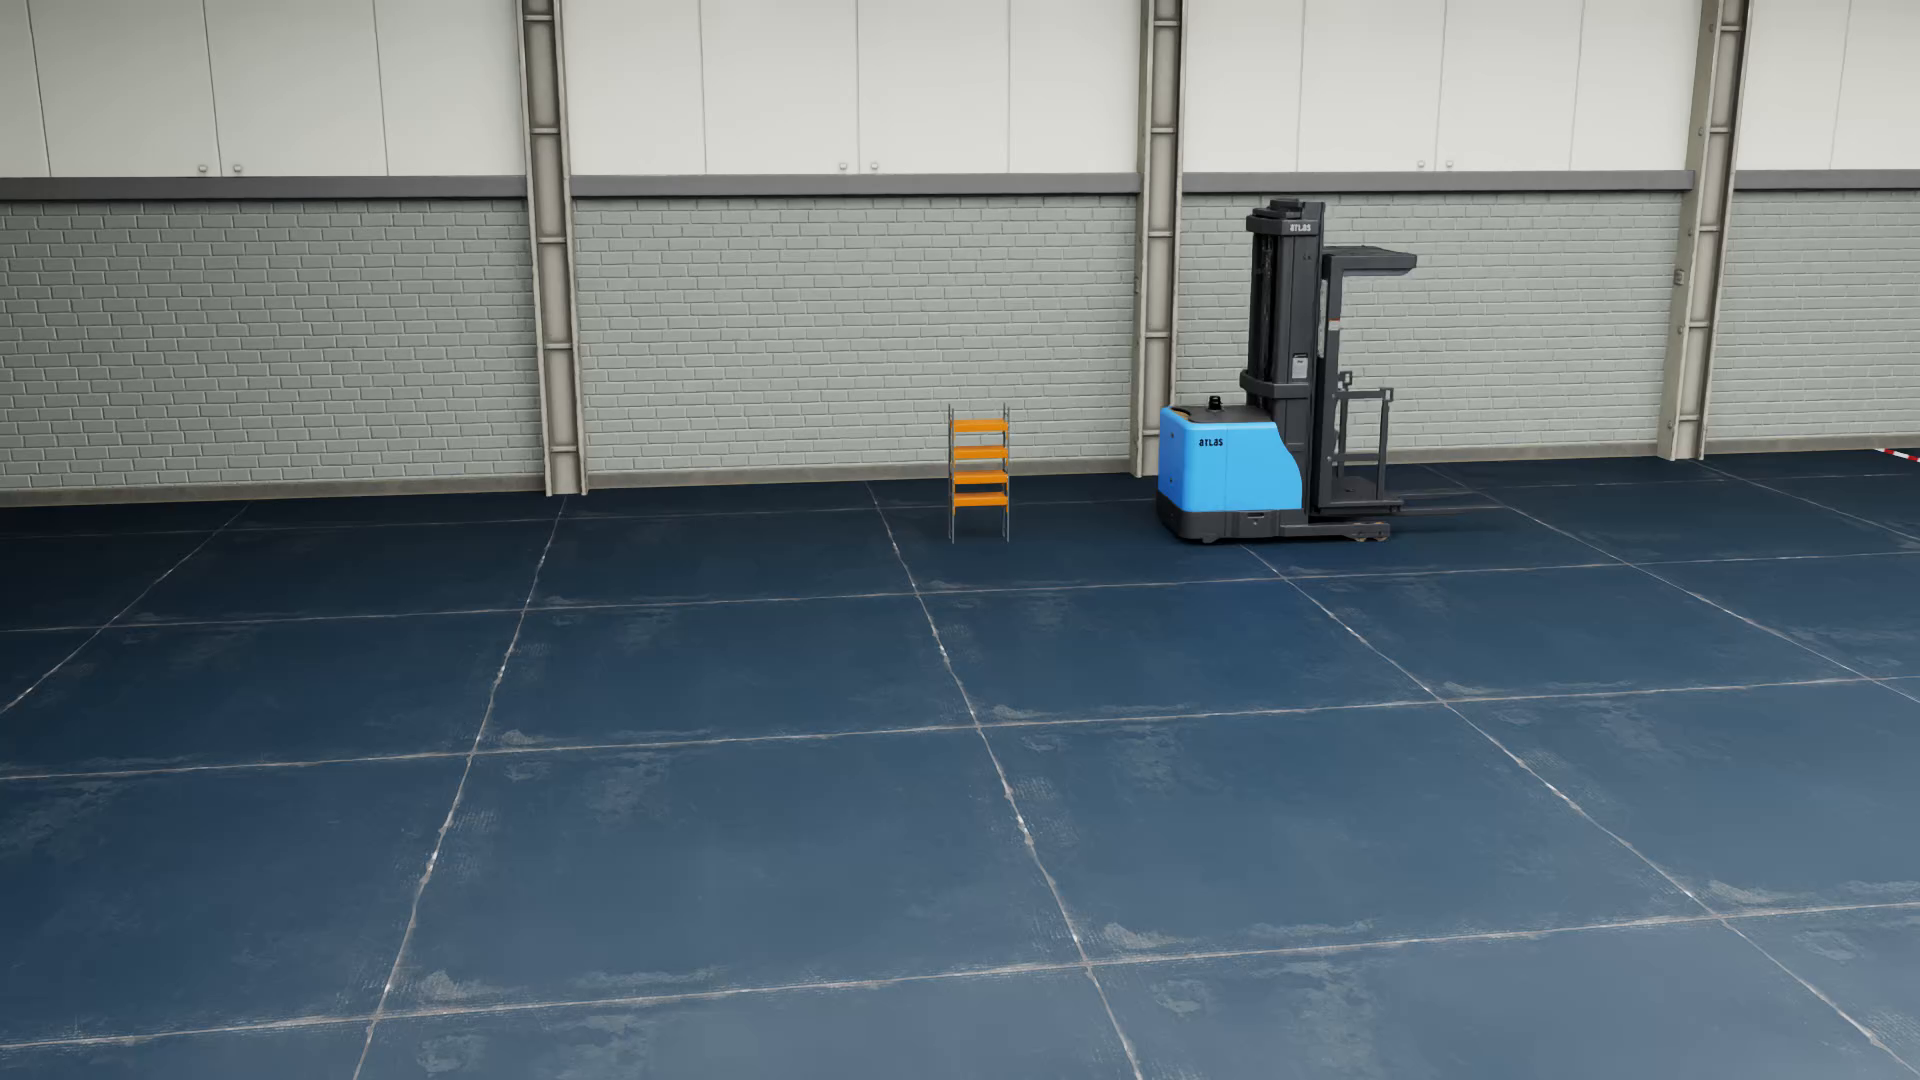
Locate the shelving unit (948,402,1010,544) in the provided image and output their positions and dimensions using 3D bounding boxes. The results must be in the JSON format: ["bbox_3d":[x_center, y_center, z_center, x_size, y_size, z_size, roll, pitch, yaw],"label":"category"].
[{"bbox_3d":[0.164,-0.588,14.600,0.503,1.200,0.258,-2,14,-8],"label":"shelving unit"}]

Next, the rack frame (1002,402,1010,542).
[{"bbox_3d":[0.405,-0.597,14.635,0.015,1.200,0.240,-2,14,-8],"label":"rack frame"}]

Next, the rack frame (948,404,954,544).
[{"bbox_3d":[-0.078,-0.579,14.565,0.015,1.200,0.240,-2,14,-8],"label":"rack frame"}]

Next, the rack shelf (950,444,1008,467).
[{"bbox_3d":[0.164,-0.740,14.562,0.480,0.148,0.258,-2,14,-8],"label":"rack shelf"}]

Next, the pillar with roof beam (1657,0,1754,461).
[{"bbox_3d":[8.583,-4.242,13.136,0.400,9.000,9.100,-2,14,-8],"label":"pillar with roof beam"}]

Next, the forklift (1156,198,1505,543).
[{"bbox_3d":[3.366,-1.532,14.807,3.031,2.935,1.130,-2,14,-7],"label":"forklift"}]

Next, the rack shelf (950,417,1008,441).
[{"bbox_3d":[0.164,-0.969,14.504,0.480,0.148,0.258,-2,14,-8],"label":"rack shelf"}]

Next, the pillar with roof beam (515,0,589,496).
[{"bbox_3d":[-3.283,-3.807,11.402,0.400,9.000,9.100,-2,14,-8],"label":"pillar with roof beam"}]

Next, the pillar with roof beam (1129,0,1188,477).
[{"bbox_3d":[2.650,-4.024,12.269,0.400,9.000,9.100,-2,14,-8],"label":"pillar with roof beam"}]

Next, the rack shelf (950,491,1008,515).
[{"bbox_3d":[0.164,-0.330,14.664,0.480,0.148,0.258,-2,14,-8],"label":"rack shelf"}]

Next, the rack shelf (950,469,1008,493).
[{"bbox_3d":[0.164,-0.523,14.616,0.480,0.148,0.258,-2,14,-8],"label":"rack shelf"}]
